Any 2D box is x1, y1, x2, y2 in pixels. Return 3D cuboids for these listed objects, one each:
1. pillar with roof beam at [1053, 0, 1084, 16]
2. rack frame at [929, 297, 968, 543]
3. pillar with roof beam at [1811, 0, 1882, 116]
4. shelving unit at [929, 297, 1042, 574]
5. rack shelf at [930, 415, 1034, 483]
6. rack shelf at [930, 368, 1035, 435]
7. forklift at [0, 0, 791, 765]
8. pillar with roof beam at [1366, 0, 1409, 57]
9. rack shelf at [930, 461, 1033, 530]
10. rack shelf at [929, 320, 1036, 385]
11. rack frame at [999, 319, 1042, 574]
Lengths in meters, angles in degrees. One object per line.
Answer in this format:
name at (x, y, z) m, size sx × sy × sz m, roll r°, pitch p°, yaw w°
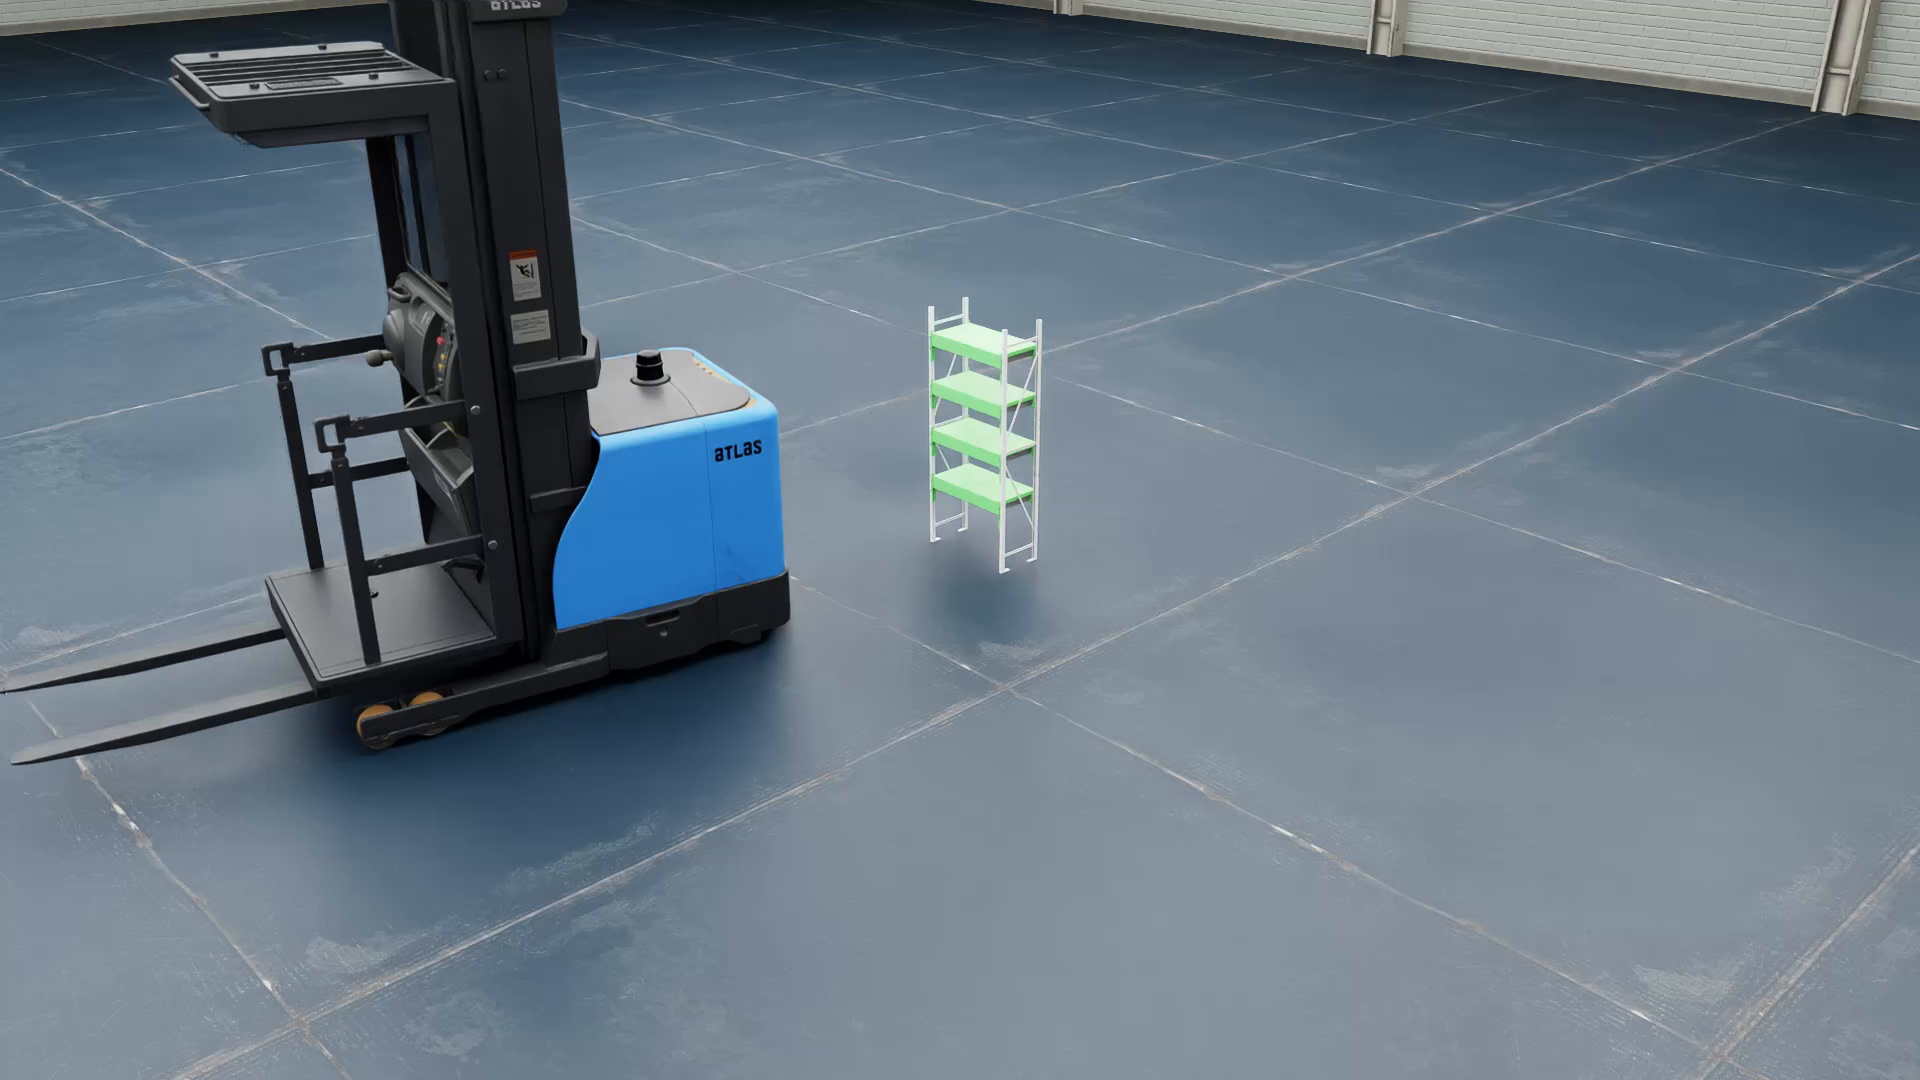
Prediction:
pillar with roof beam at (-1.384, -11.393, 22.381) m, size 9.100 × 9.000 × 0.400 m, roll -21°, pitch 32°, yaw -38°
rack frame at (-0.054, -0.570, 8.053) m, size 0.240 × 1.200 × 0.015 m, roll -21°, pitch 32°, yaw -38°
pillar with roof beam at (6.818, -7.757, 14.412) m, size 9.100 × 9.000 × 0.400 m, roll -21°, pitch 32°, yaw -38°
shelving unit at (0.113, -0.496, 7.891) m, size 0.258 × 1.200 × 0.503 m, roll -21°, pitch 32°, yaw -38°
rack shelf at (0.113, -0.438, 7.918) m, size 0.258 × 0.148 × 0.480 m, roll -21°, pitch 32°, yaw -38°
rack shelf at (0.113, -0.656, 7.818) m, size 0.258 × 0.148 × 0.480 m, roll -21°, pitch 32°, yaw -38°
forklift at (-2.274, -0.771, 6.409) m, size 3.031 × 2.935 × 1.130 m, roll -14°, pitch 28°, yaw -28°
pillar with roof beam at (2.717, -9.575, 18.396) m, size 9.100 × 9.000 × 0.400 m, roll -21°, pitch 32°, yaw -38°
rack shelf at (0.113, -0.219, 8.017) m, size 0.258 × 0.148 × 0.480 m, roll -21°, pitch 32°, yaw -38°
rack shelf at (0.113, -0.874, 7.718) m, size 0.258 × 0.148 × 0.480 m, roll -21°, pitch 32°, yaw -38°
rack frame at (0.280, -0.422, 7.729) m, size 0.240 × 1.200 × 0.015 m, roll -21°, pitch 32°, yaw -38°
